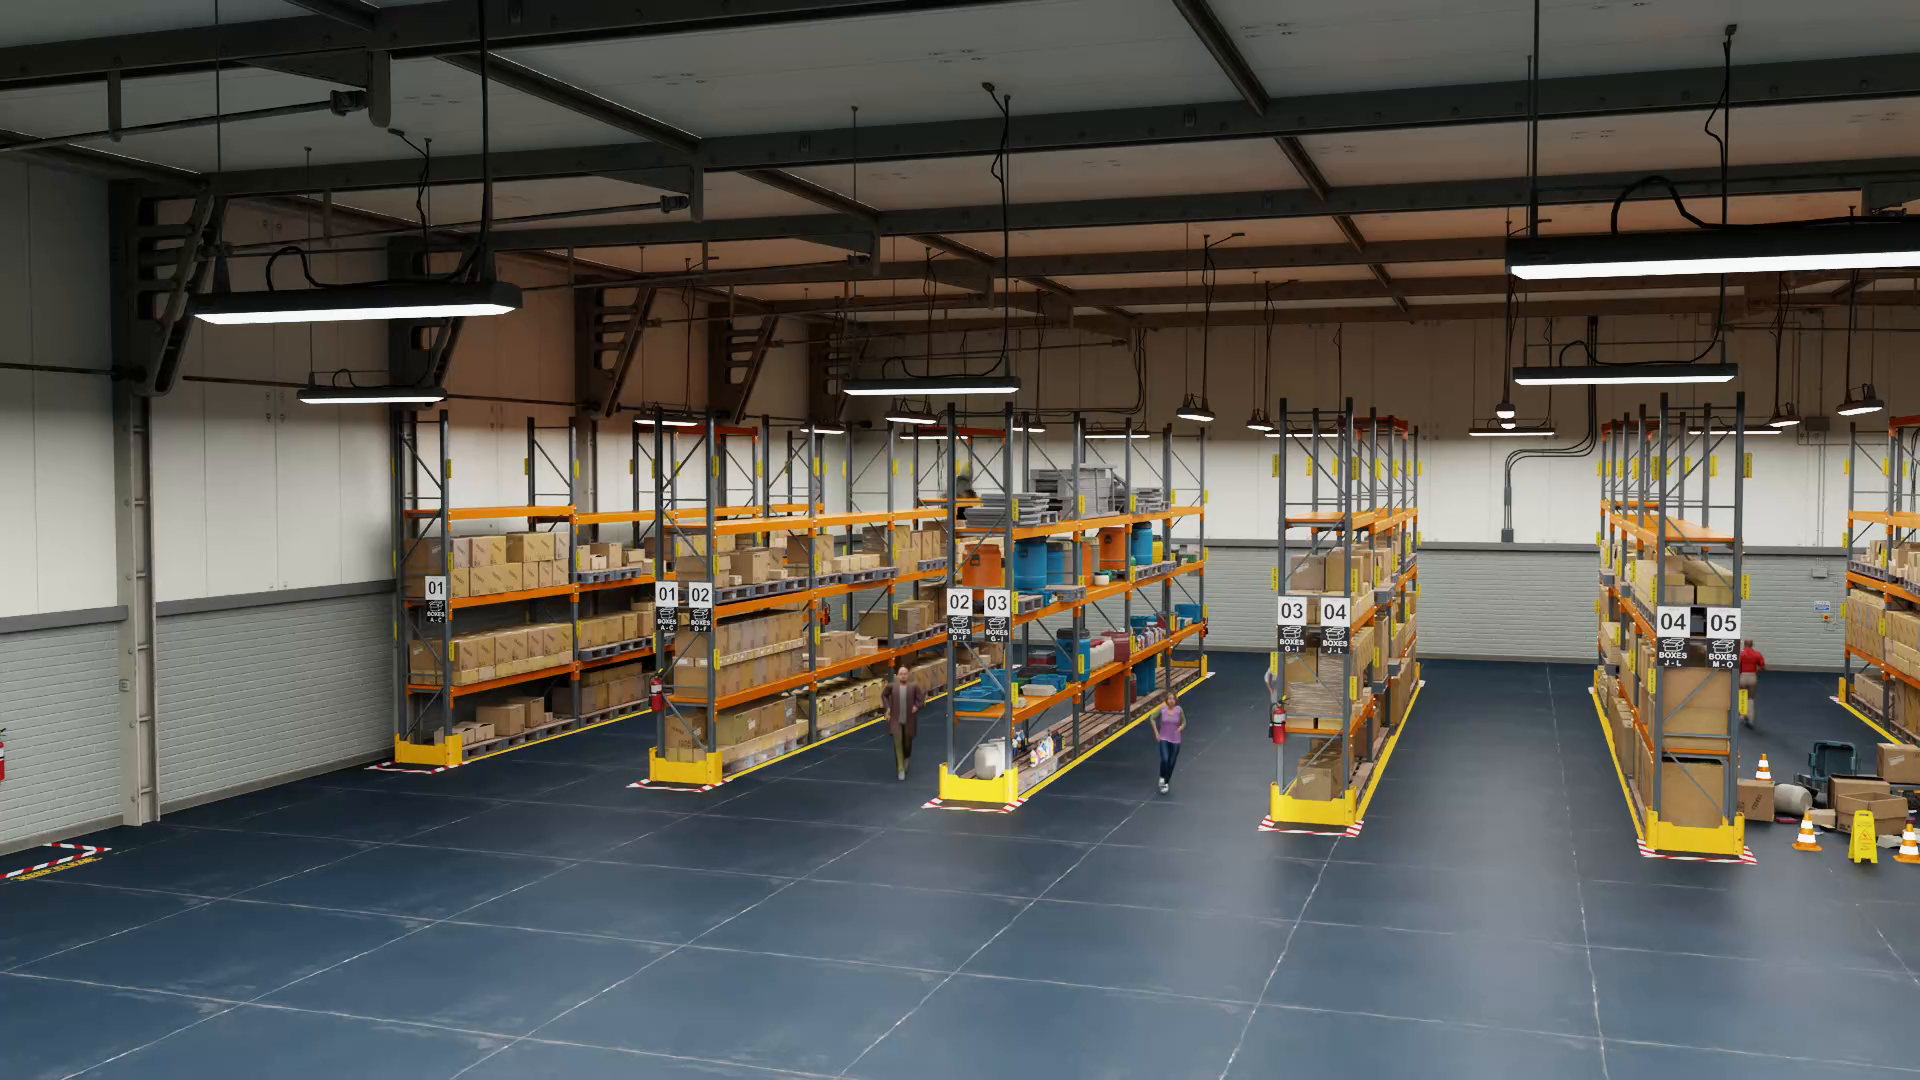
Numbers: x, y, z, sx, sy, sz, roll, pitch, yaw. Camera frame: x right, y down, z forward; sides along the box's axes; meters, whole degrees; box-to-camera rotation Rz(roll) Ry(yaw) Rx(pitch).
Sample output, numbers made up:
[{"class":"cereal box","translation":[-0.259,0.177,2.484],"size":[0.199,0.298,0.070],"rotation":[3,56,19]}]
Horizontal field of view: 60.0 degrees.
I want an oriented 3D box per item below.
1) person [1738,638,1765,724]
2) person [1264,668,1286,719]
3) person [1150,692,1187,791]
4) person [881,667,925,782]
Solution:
[{"class":"person","translation":[15.407,2.760,32.628],"size":[0.672,1.703,0.629],"rotation":[1,3,14]},{"class":"person","translation":[5.946,2.916,30.936],"size":[0.547,1.573,0.850],"rotation":[1,3,18]},{"class":"person","translation":[3.229,3.123,25.648],"size":[0.533,1.536,0.616],"rotation":[0,2,-3]},{"class":"person","translation":[-0.930,2.957,27.017],"size":[0.710,1.786,1.026],"rotation":[0,2,-3]}]
